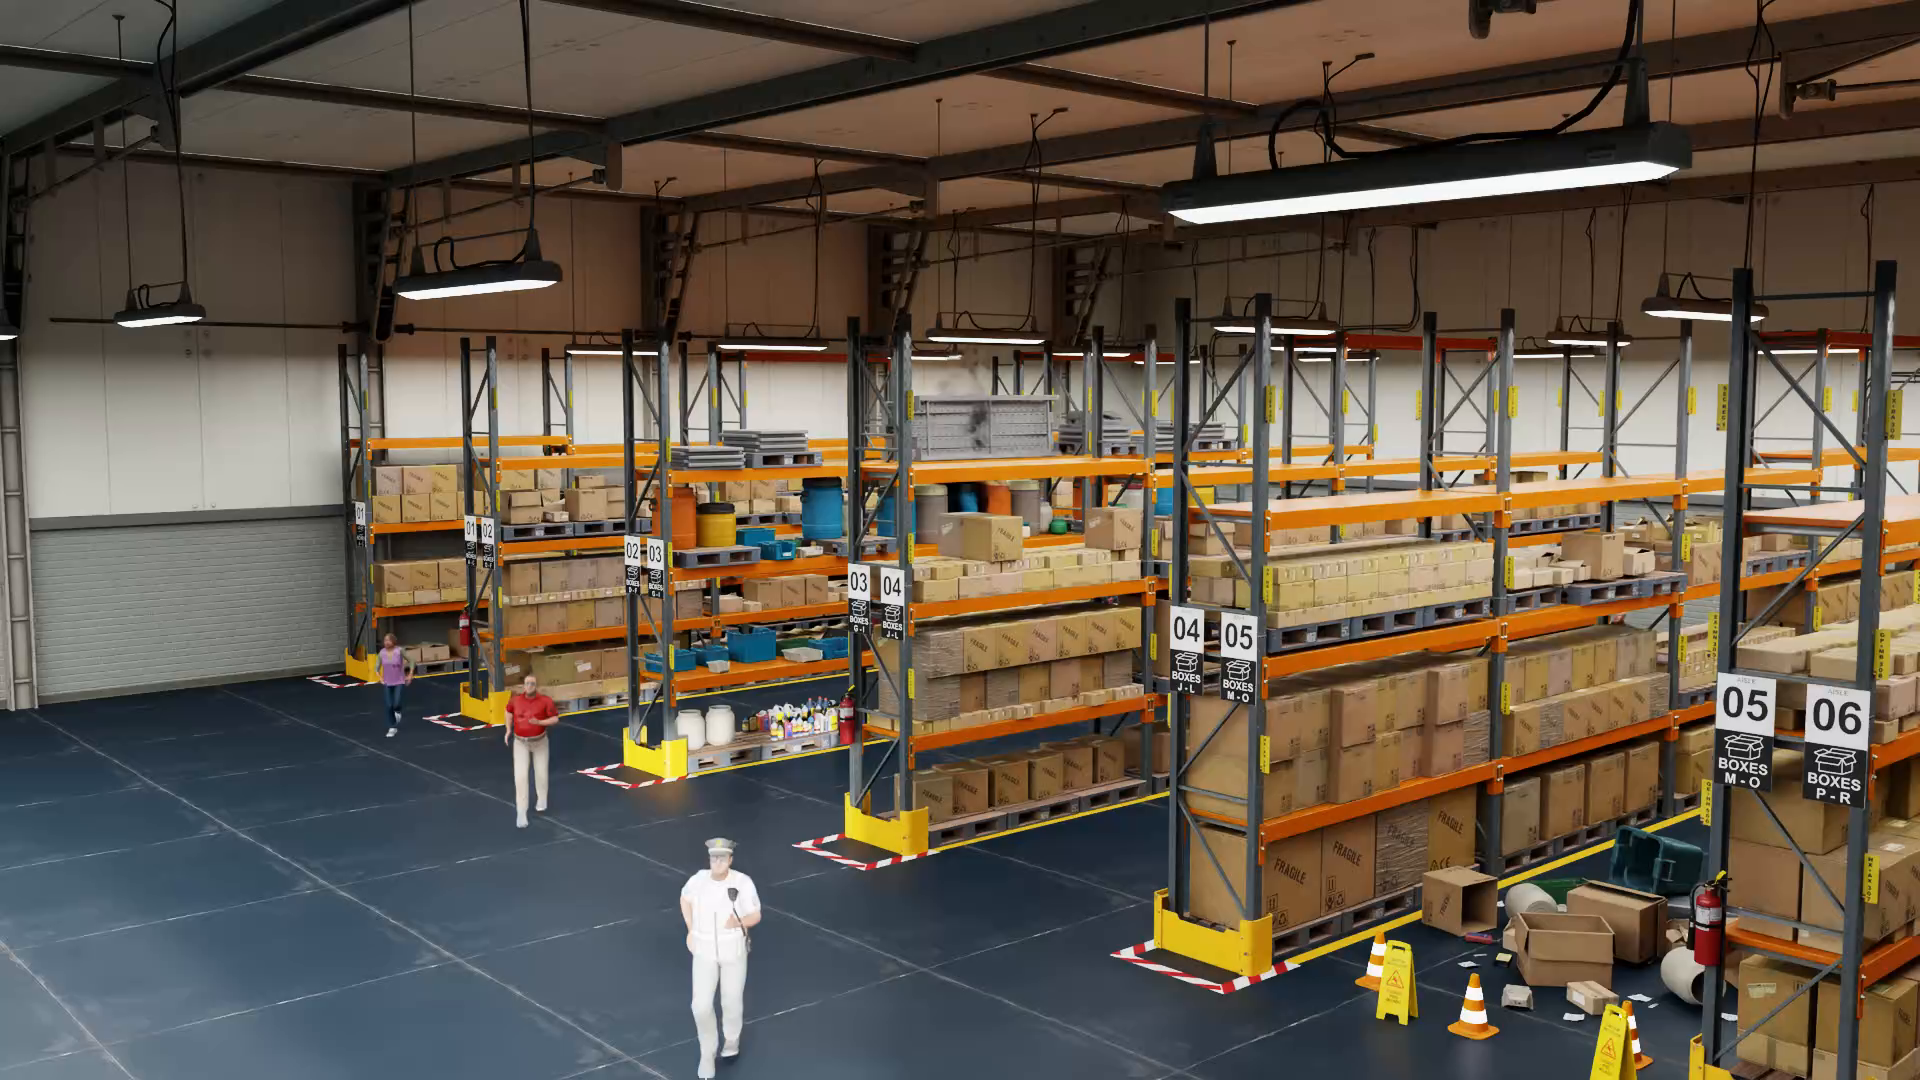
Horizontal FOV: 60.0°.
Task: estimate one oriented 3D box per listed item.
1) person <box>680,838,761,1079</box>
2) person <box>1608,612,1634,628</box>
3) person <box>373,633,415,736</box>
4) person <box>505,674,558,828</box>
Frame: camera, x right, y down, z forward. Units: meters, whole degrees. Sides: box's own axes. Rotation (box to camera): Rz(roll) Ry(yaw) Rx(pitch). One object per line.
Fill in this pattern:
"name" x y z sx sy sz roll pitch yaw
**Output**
"person" -1.825 3.165 12.626 0.637 1.844 0.725 0 5 -3
"person" 10.492 1.930 26.601 0.635 1.679 0.730 4 7 40
"person" -8.484 2.168 24.925 0.574 1.561 0.606 -1 5 -7
"person" -5.167 2.501 20.060 0.649 1.772 0.869 -1 5 -10
